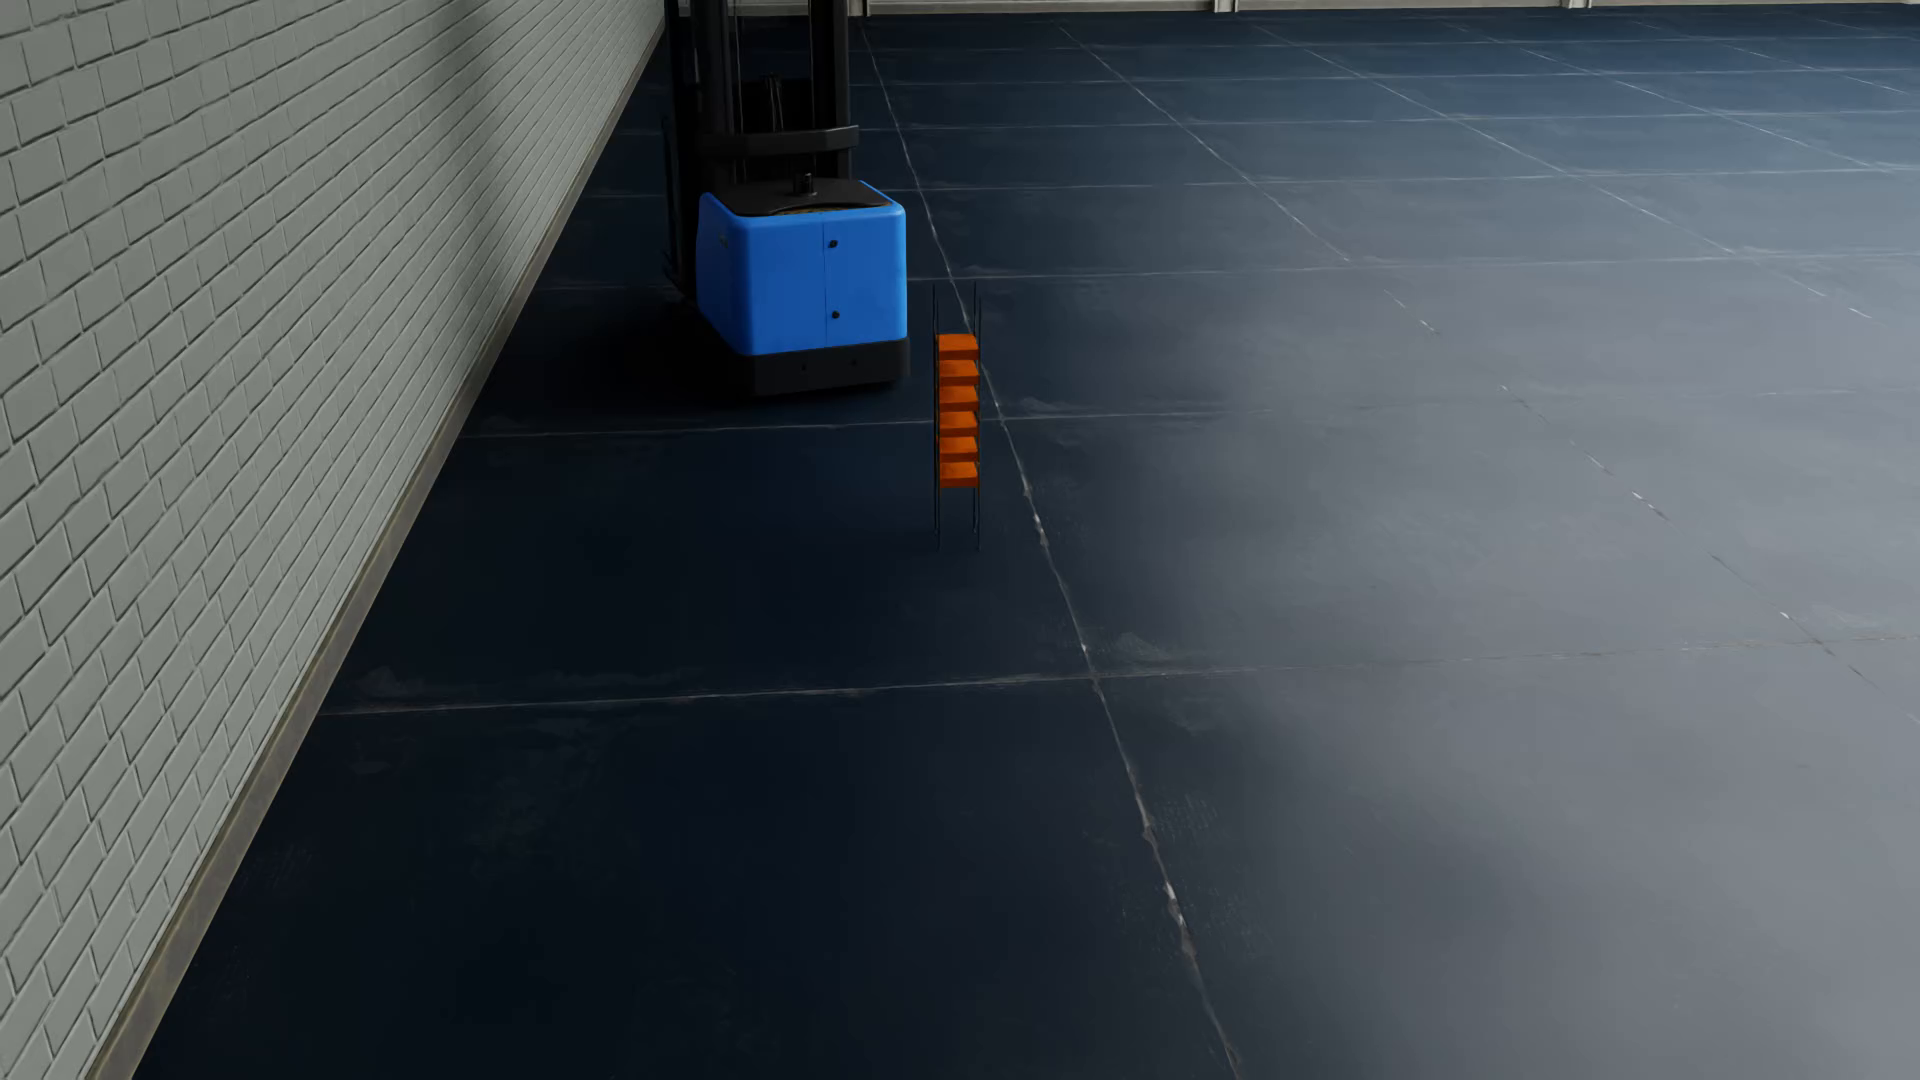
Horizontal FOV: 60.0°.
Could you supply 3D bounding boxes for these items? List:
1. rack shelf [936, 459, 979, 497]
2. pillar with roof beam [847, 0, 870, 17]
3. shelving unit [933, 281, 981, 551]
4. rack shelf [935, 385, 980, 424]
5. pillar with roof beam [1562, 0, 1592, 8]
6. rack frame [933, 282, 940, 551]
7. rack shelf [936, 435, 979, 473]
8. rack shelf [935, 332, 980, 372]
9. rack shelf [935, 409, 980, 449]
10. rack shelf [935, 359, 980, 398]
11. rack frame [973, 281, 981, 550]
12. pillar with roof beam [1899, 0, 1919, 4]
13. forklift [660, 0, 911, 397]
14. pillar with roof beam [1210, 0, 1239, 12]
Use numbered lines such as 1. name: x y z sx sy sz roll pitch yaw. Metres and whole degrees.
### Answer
1. rack shelf: -0.014 -0.288 7.621 0.180 0.103 0.258 -2 24 -5
2. pillar with roof beam: -1.227 -10.799 20.967 0.400 9.000 9.100 -2 24 -5
3. shelving unit: -0.014 -0.548 7.505 0.189 1.200 0.258 -2 24 -5
4. rack shelf: -0.014 -0.617 7.474 0.180 0.103 0.258 -2 24 -5
5. pillar with roof beam: 10.715 -11.278 22.045 0.400 9.000 9.100 -2 24 -5
6. rack frame: -0.105 -0.544 7.497 0.006 1.200 0.240 -2 24 -5
7. rack shelf: -0.014 -0.397 7.572 0.180 0.103 0.258 -2 24 -5
8. rack shelf: -0.014 -0.836 7.377 0.180 0.103 0.258 -2 24 -5
9. rack shelf: -0.014 -0.507 7.523 0.180 0.103 0.258 -2 24 -5
10. rack shelf: -0.014 -0.726 7.426 0.180 0.103 0.258 -2 24 -5
11. rack frame: 0.077 -0.551 7.513 0.006 1.200 0.240 -2 24 -5
12. pillar with roof beam: 16.686 -11.518 22.584 0.400 9.000 9.100 -2 24 -5
13. forklift: -1.287 -2.718 10.257 1.130 2.935 3.031 -9 25 -19
14. pillar with roof beam: 4.744 -11.039 21.506 0.400 9.000 9.100 -2 24 -5
